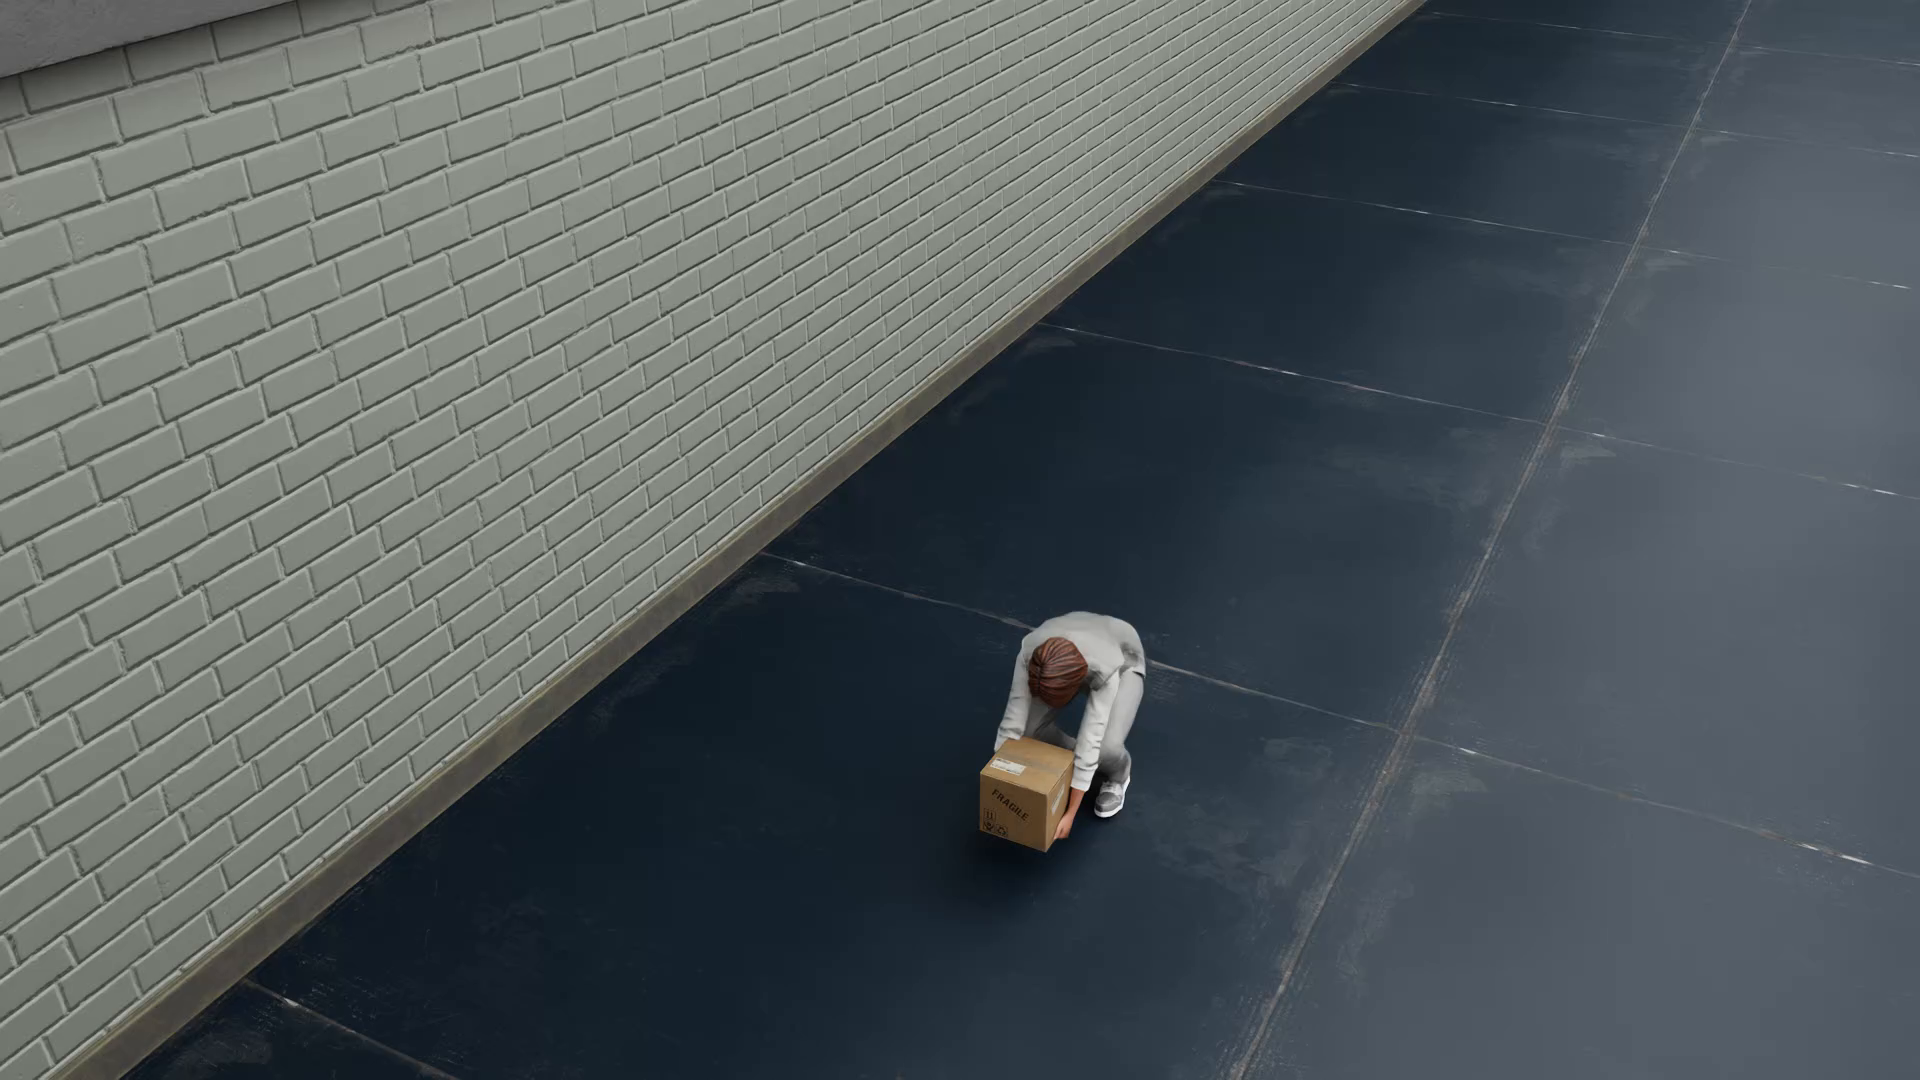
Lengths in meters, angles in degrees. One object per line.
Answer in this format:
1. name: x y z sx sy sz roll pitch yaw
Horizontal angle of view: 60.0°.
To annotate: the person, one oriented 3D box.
1. person: 0.421 0.578 5.865 0.419 0.742 0.704 14 33 22
